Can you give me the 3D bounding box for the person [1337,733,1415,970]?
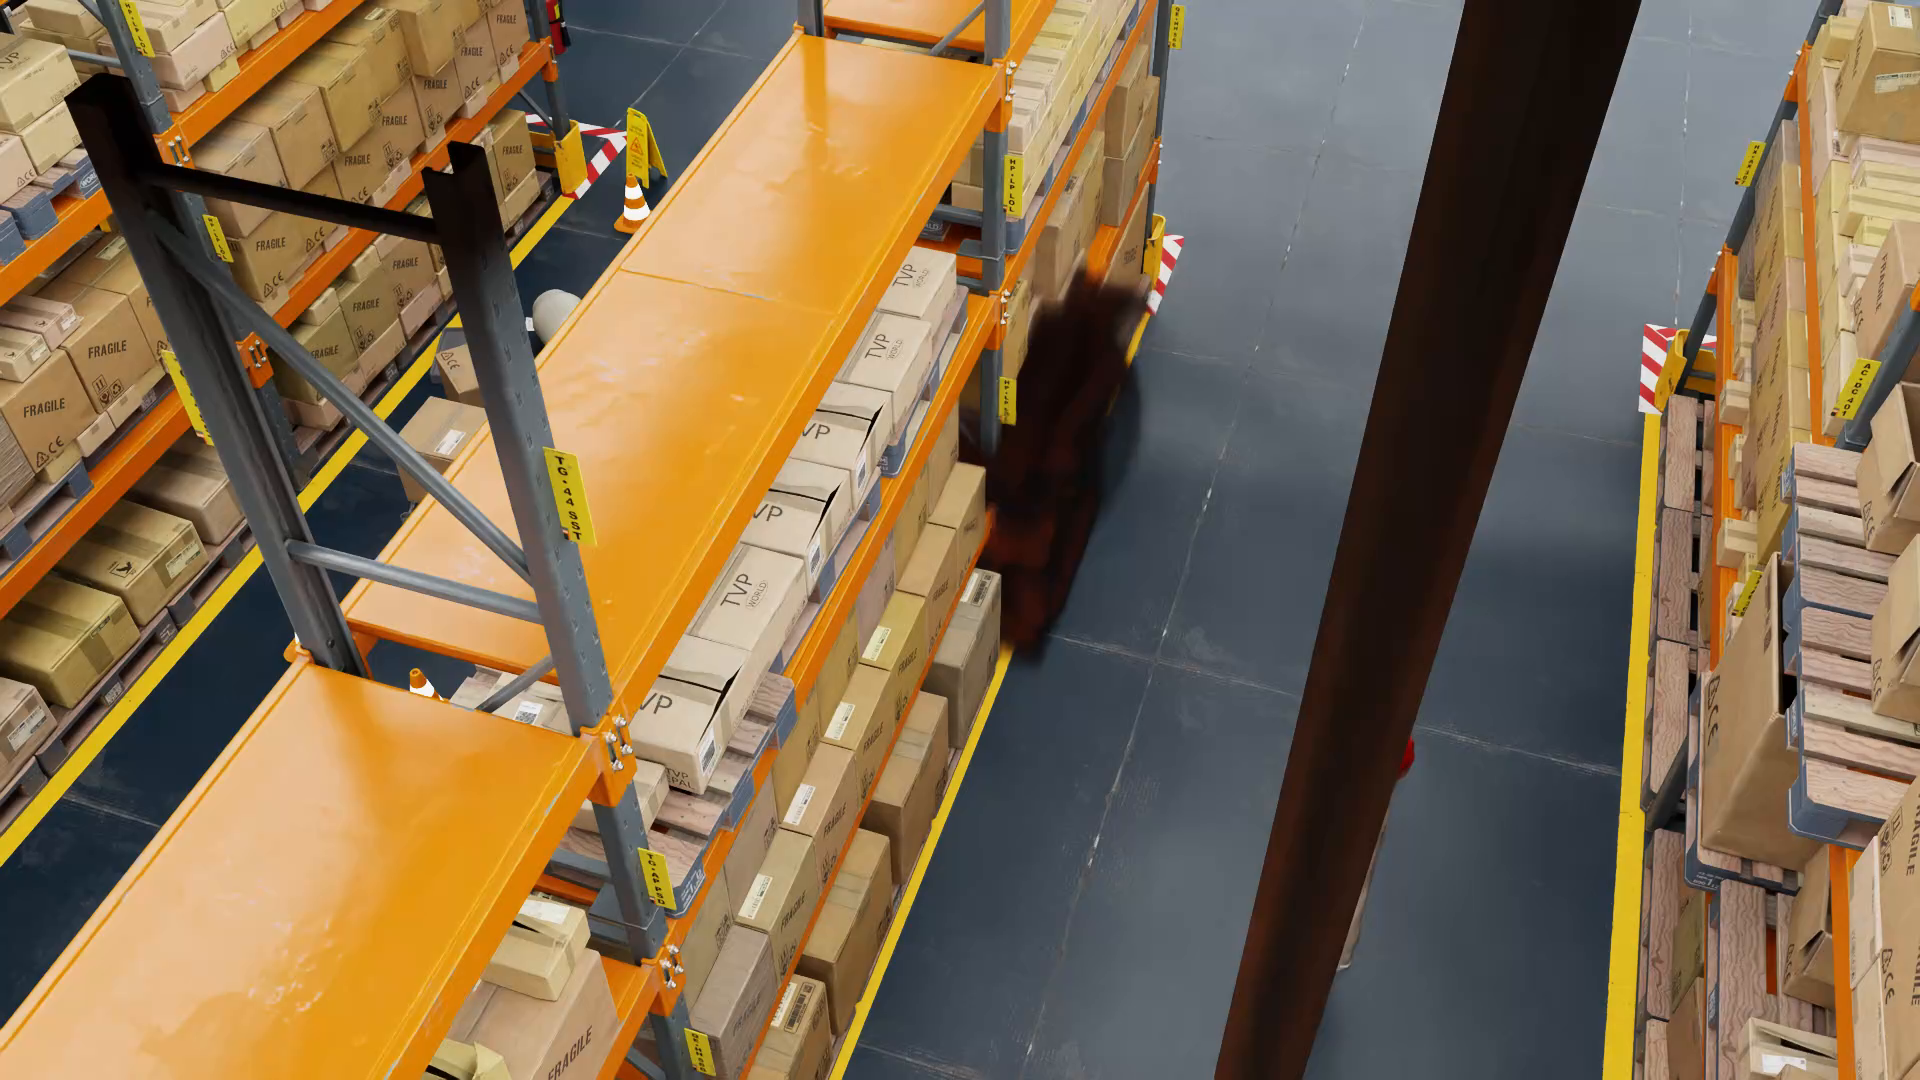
[{"bbox_3d":[1.939,1.283,8.300,0.517,1.675,0.986,8,46,8],"label":"person"}]
